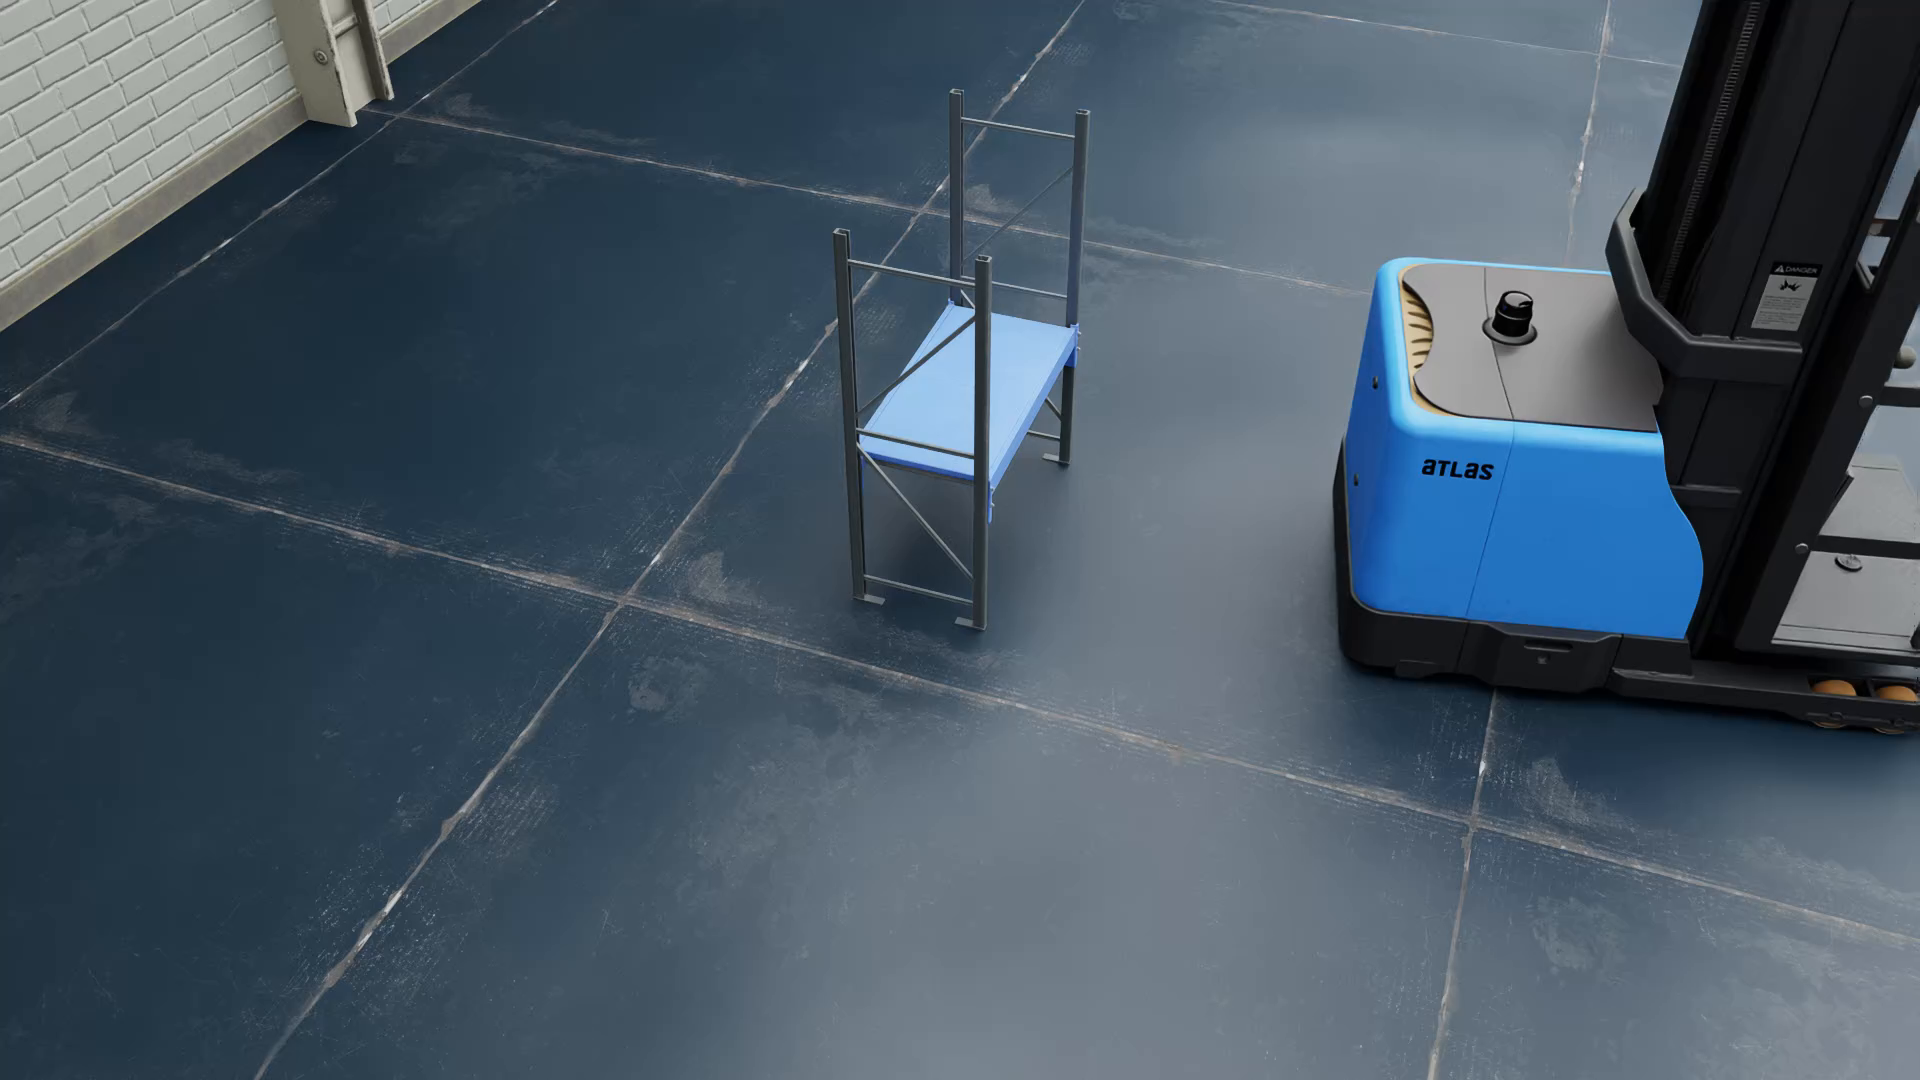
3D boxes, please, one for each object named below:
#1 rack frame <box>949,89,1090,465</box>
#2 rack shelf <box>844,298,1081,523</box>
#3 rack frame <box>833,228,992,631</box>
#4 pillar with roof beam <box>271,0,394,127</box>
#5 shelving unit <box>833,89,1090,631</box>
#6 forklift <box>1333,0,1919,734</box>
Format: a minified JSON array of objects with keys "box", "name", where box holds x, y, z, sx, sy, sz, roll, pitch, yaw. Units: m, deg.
[{"box":[0.203,-0.933,6.188,0.500,1.500,0.032,13,42,15],"name":"rack frame"},{"box":[0.029,-0.486,5.941,0.538,0.185,1.000,13,42,15],"name":"rack shelf"},{"box":[-0.145,-0.313,5.461,0.500,1.500,0.032,13,42,15],"name":"rack frame"},{"box":[0.743,-4.810,4.954,9.100,9.000,0.400,13,42,15],"name":"pillar with roof beam"},{"box":[0.029,-0.623,5.824,0.538,1.500,1.048,13,42,15],"name":"shelving unit"},{"box":[2.867,-0.843,4.980,3.031,2.935,1.130,5,41,6],"name":"forklift"}]
